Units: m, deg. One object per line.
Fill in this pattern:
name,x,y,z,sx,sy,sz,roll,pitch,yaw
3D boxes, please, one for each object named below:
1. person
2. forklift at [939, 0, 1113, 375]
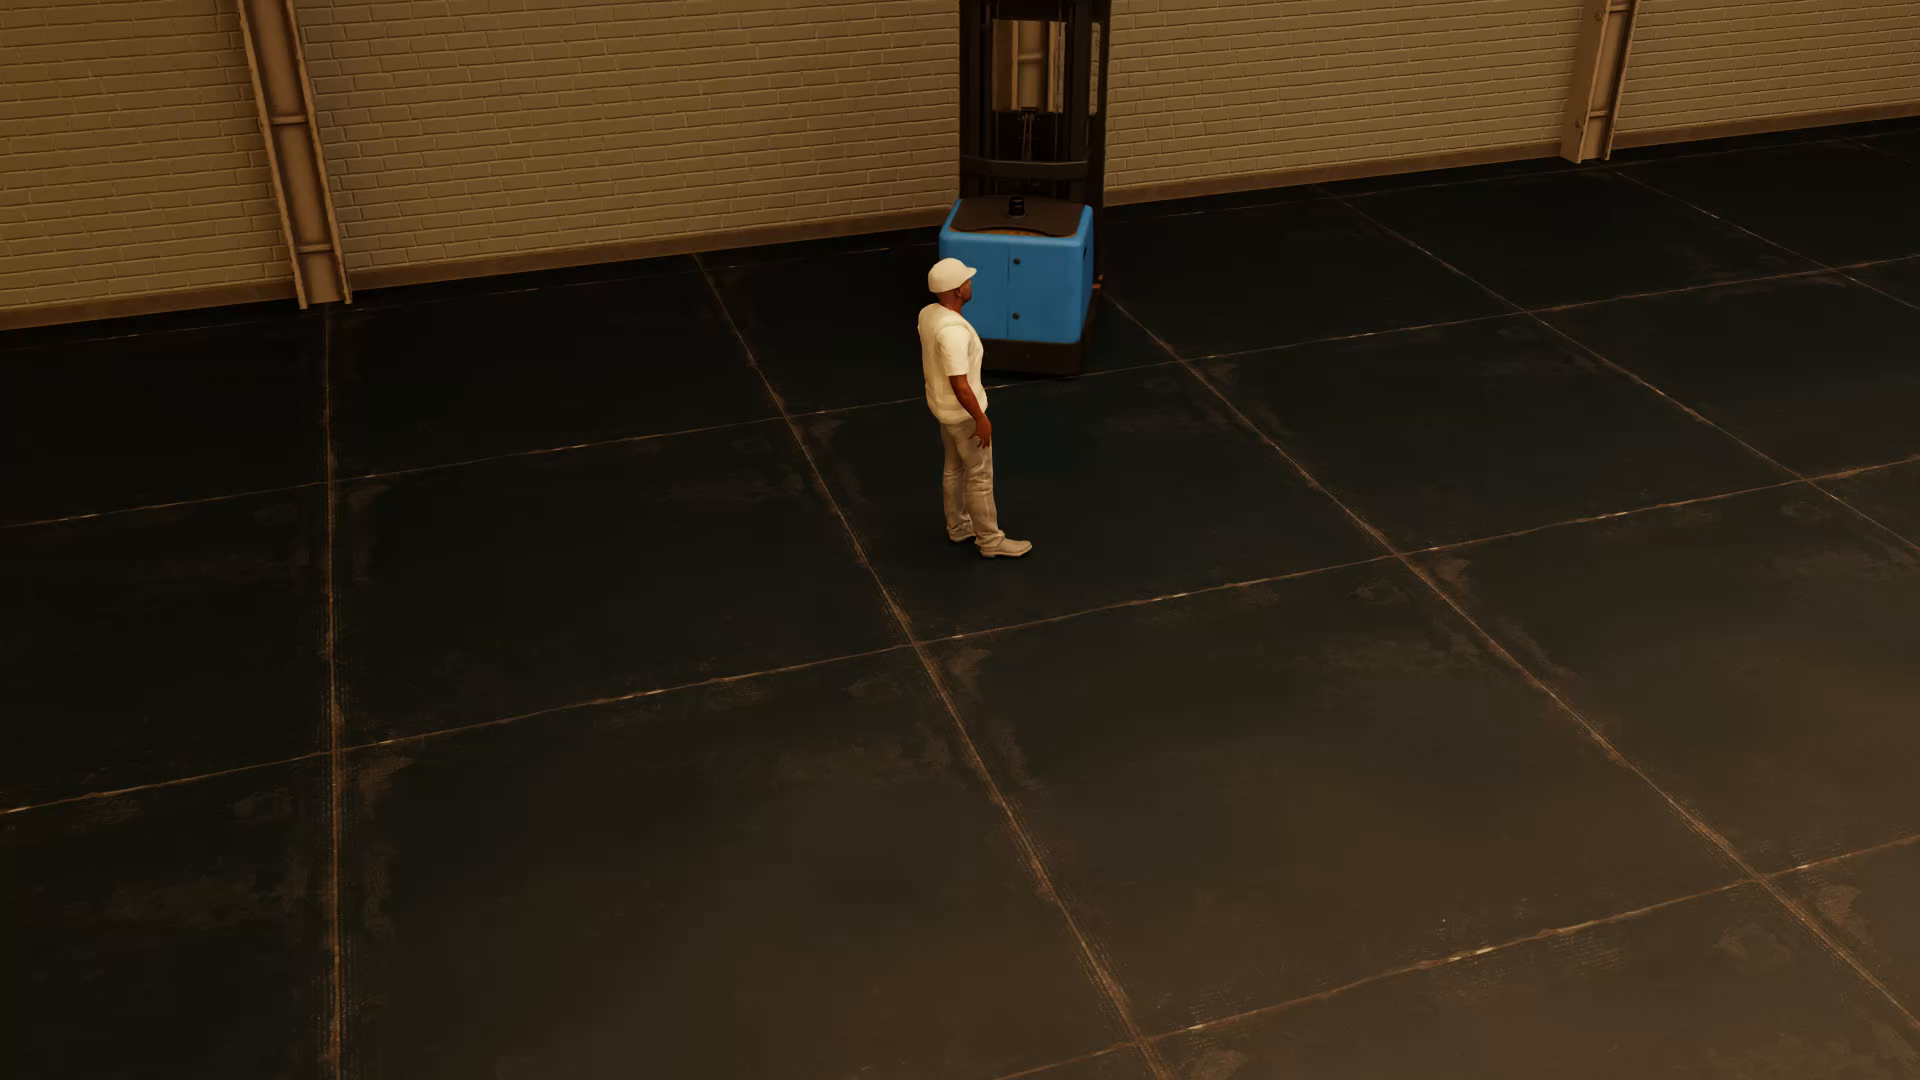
person,0.067,-0.780,9.596,0.577,1.765,0.666,-10,31,-16
forklift,0.578,-3.171,12.599,1.130,2.935,3.031,5,30,8
